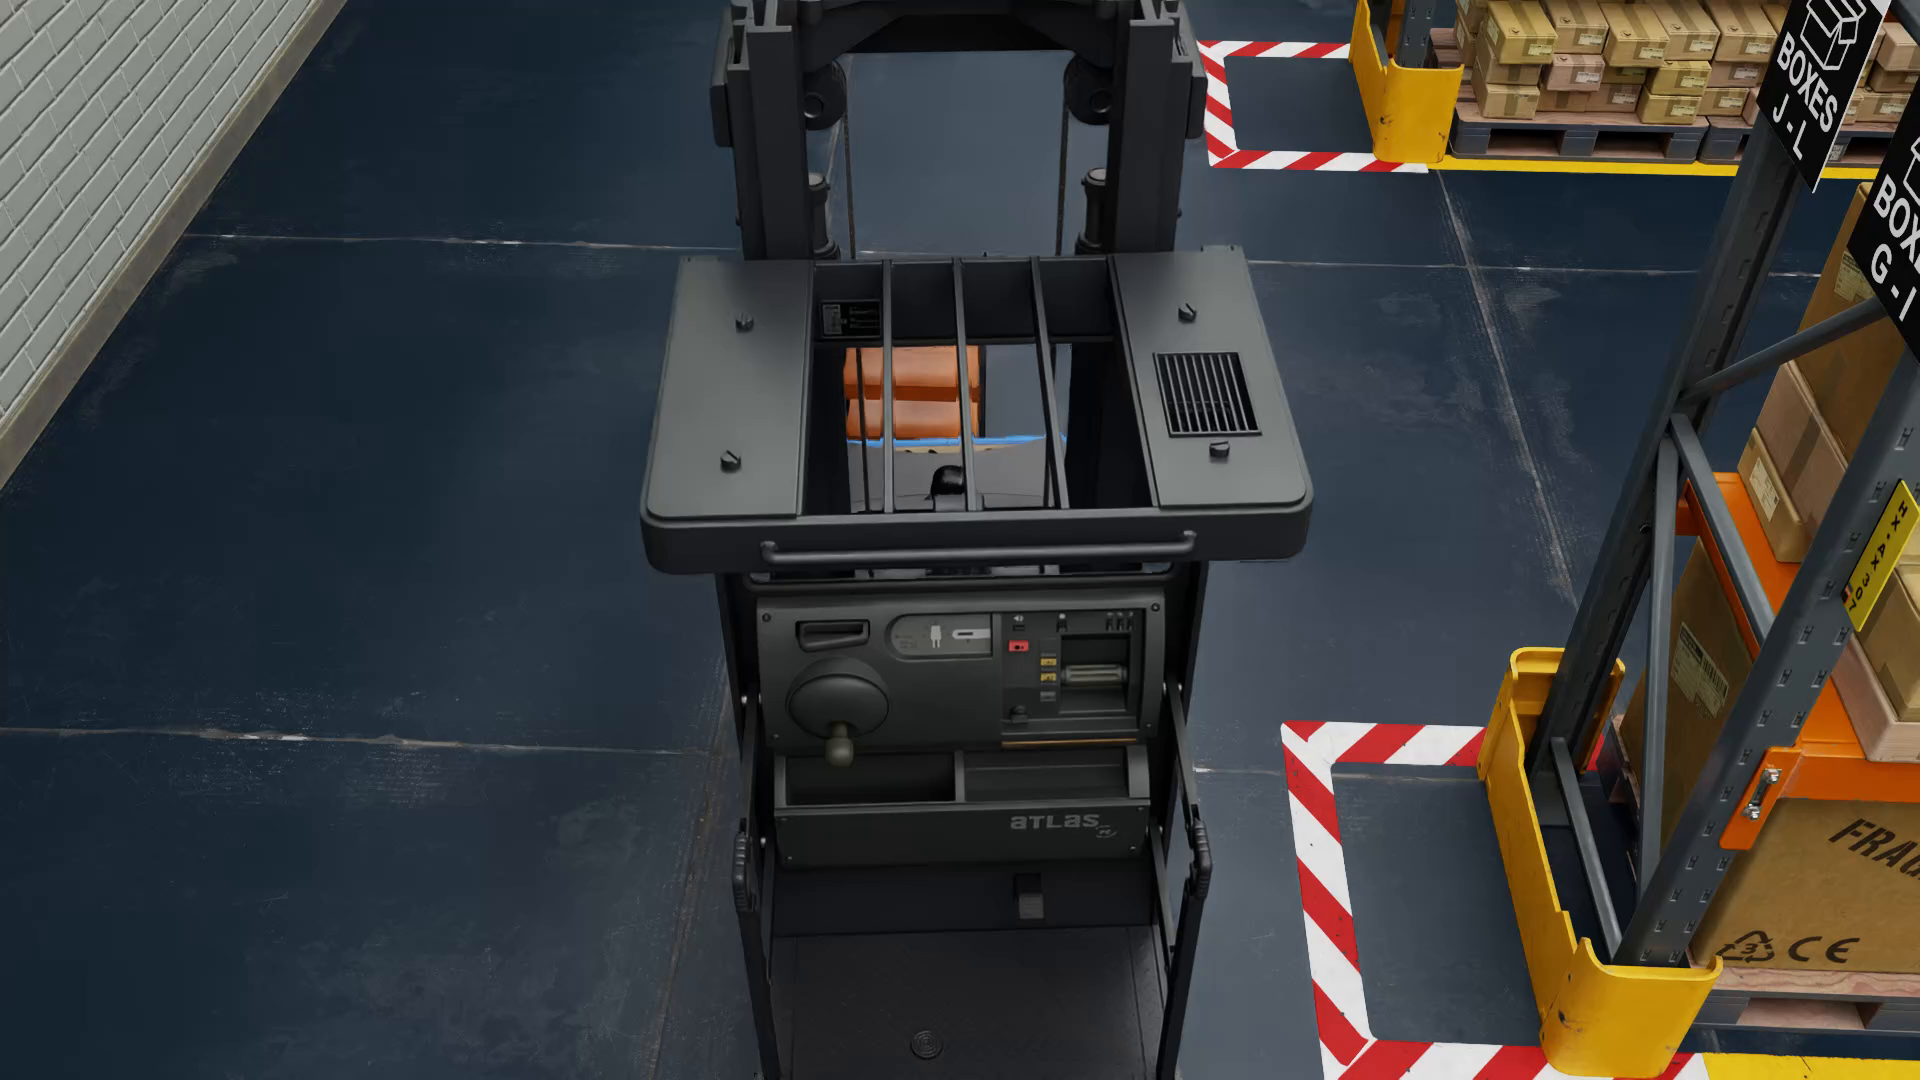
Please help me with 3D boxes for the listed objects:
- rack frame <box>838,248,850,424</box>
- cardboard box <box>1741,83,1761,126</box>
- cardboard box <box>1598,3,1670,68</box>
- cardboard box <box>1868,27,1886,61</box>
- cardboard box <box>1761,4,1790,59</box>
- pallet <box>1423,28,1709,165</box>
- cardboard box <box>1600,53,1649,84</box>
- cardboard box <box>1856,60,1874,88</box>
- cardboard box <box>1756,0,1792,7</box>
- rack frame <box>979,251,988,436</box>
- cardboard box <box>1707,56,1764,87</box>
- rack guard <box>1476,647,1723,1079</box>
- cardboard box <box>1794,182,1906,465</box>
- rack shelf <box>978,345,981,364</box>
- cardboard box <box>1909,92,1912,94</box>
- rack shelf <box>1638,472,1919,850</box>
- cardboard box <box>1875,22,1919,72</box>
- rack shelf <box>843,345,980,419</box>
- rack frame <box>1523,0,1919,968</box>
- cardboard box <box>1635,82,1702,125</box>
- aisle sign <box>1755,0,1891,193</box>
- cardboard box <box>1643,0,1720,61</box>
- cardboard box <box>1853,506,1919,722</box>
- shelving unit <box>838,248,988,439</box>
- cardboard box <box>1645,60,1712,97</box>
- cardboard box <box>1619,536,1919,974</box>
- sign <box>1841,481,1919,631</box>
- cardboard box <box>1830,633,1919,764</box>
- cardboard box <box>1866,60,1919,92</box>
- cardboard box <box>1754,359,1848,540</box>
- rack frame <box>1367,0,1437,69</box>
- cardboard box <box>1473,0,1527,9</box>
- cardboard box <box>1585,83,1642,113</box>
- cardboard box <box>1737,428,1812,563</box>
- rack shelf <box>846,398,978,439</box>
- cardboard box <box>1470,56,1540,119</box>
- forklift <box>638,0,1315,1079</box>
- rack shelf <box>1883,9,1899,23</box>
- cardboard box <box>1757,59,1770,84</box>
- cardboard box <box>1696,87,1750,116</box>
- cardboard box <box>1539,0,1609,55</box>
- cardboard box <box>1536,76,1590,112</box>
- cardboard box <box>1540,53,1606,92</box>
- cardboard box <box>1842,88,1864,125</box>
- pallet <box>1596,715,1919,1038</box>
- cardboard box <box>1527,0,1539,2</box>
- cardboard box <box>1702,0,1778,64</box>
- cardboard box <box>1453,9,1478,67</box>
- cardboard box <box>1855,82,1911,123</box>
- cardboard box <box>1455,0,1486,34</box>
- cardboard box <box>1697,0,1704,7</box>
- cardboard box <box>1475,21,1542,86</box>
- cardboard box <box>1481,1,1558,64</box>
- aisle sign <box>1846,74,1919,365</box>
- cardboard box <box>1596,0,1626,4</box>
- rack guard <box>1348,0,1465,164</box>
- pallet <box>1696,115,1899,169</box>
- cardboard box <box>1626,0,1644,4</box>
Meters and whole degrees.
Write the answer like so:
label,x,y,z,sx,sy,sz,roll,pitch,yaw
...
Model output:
label,x,y,z,sx,sy,sz,roll,pitch,yaw
rack frame,-0.409,-0.452,5.855,0.015,1.200,0.240,2,43,2
cardboard box,3.967,-2.200,8.194,0.250,0.149,0.380,0,43,0
cardboard box,3.225,-2.430,8.005,0.250,0.149,0.380,2,43,2
cardboard box,4.269,-2.482,8.061,0.250,0.149,0.380,2,43,2
cardboard box,4.014,-2.425,7.999,0.250,0.149,0.380,2,43,3
pallet,3.076,-2.299,8.563,1.213,0.211,1.003,2,43,2
cardboard box,3.222,-2.405,8.196,0.250,0.149,0.380,2,43,2
cardboard box,4.285,-2.385,8.174,0.250,0.149,0.380,4,43,4
cardboard box,4.028,-2.782,8.383,0.250,0.149,0.380,0,43,0
rack frame,0.078,-0.437,5.838,0.015,1.200,0.240,2,43,2
cardboard box,3.742,-2.380,8.169,0.250,0.149,0.380,0,43,0
rack guard,1.842,0.917,4.898,0.348,0.500,1.175,2,43,2
cardboard box,2.365,-0.489,3.916,0.500,0.500,0.500,2,43,2
rack shelf,-0.165,-0.732,5.579,0.480,0.148,0.258,2,43,2
cardboard box,4.745,-2.170,8.162,0.250,0.149,0.380,2,43,2
rack shelf,3.864,0.328,4.225,4.000,0.370,1.077,2,43,2
cardboard box,4.513,-2.400,7.972,0.250,0.149,0.380,0,43,0
rack shelf,-0.165,-0.559,5.740,0.480,0.148,0.258,2,43,2
rack frame,1.866,0.004,4.046,0.127,3.000,1.000,2,43,2
cardboard box,3.463,-2.209,8.205,0.250,0.149,0.380,2,43,2
aisle sign,1.808,-1.154,3.381,0.004,0.787,0.394,2,43,2
cardboard box,3.477,-2.479,8.057,0.250,0.149,0.380,0,43,0
cardboard box,2.333,0.148,3.782,0.500,0.250,0.500,1,43,1
shelving unit,-0.165,-0.444,5.846,0.503,1.200,0.258,2,43,2
cardboard box,3.473,-2.323,8.109,0.250,0.149,0.380,3,43,3
cardboard box,2.509,0.593,4.664,0.875,0.875,0.875,2,43,2
sign,1.835,0.036,3.318,0.005,0.325,0.100,2,43,2
cardboard box,2.206,0.331,3.878,0.250,0.149,0.380,2,43,2
cardboard box,4.550,-2.348,8.135,0.250,0.149,0.380,0,43,0
cardboard box,2.362,-0.216,4.173,0.500,0.250,0.500,1,43,1
rack frame,2.190,-3.371,7.668,0.127,3.000,1.000,2,43,2
cardboard box,2.731,-2.855,8.461,0.250,0.149,0.380,2,43,2
cardboard box,3.213,-2.292,8.293,0.250,0.149,0.380,2,43,2
cardboard box,2.237,-0.118,4.360,0.250,0.149,0.380,3,43,3
rack shelf,-0.165,-0.395,5.892,0.480,0.148,0.258,2,43,2
cardboard box,2.699,-2.247,8.245,0.250,0.149,0.380,3,43,3
forklift,0.014,0.403,3.667,1.130,2.935,3.031,-1,43,-2
rack shelf,3.864,-0.769,3.202,4.000,0.370,1.077,2,43,2
cardboard box,4.015,-2.400,8.191,0.250,0.149,0.380,4,43,4
cardboard box,3.722,-2.267,8.266,0.250,0.149,0.380,2,43,2
cardboard box,2.979,-2.525,8.107,0.250,0.149,0.380,2,43,3
cardboard box,2.964,-2.295,8.296,0.250,0.149,0.380,2,43,2
cardboard box,2.973,-2.352,8.140,0.250,0.149,0.380,2,43,2
cardboard box,4.245,-2.209,8.204,0.250,0.149,0.380,2,43,2
pallet,2.668,0.995,5.027,1.213,0.211,1.003,2,43,2
cardboard box,2.979,-2.808,8.411,0.250,0.149,0.380,3,43,3
cardboard box,3.753,-2.464,8.041,0.250,0.149,0.380,3,43,4
cardboard box,2.726,-2.607,8.631,0.250,0.149,0.380,2,43,3
cardboard box,4.488,-2.224,8.220,0.250,0.149,0.380,3,43,3
cardboard box,2.730,-2.768,8.586,0.250,0.149,0.380,1,43,1
cardboard box,3.770,-2.866,8.472,0.250,0.149,0.380,3,43,3
cardboard box,2.702,-2.399,8.190,0.250,0.149,0.380,3,43,4
cardboard box,2.698,-2.451,8.028,0.250,0.149,0.380,0,43,0
aisle sign,1.781,-0.746,2.942,0.004,0.787,0.394,2,43,2
cardboard box,3.243,-2.887,8.495,0.250,0.149,0.380,1,43,1
rack guard,2.266,-2.454,8.517,0.348,0.500,1.175,2,43,2
pallet,4.292,-2.260,8.521,1.213,0.211,1.003,2,43,2
cardboard box,3.499,-2.836,8.441,0.250,0.149,0.380,0,43,0
